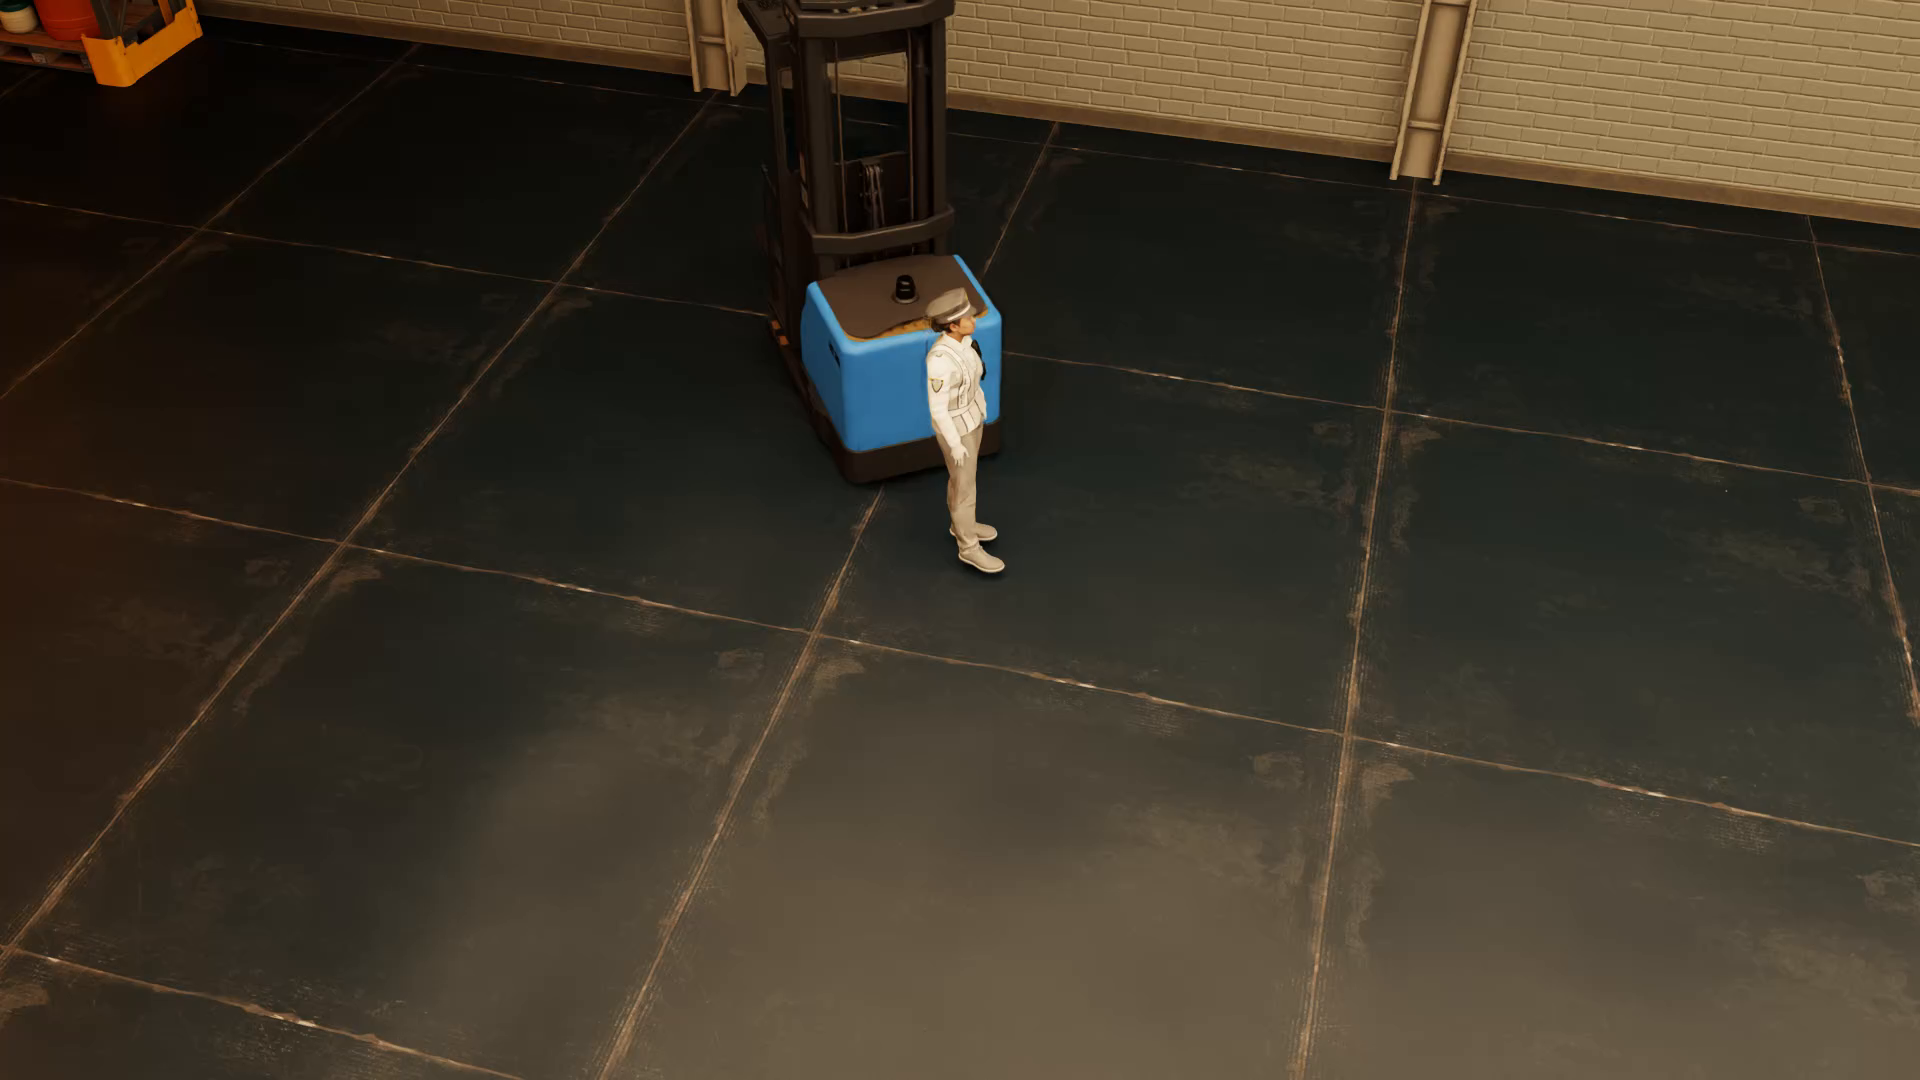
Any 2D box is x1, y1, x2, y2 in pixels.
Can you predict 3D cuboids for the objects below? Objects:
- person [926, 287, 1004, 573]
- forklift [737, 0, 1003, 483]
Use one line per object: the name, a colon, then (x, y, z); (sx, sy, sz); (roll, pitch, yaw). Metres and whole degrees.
person: (0.065, -0.656, 9.477); (0.530, 1.694, 0.586); (10, 42, 11)
forklift: (-0.712, -2.440, 10.645); (1.130, 2.935, 3.031); (-14, 43, -15)
